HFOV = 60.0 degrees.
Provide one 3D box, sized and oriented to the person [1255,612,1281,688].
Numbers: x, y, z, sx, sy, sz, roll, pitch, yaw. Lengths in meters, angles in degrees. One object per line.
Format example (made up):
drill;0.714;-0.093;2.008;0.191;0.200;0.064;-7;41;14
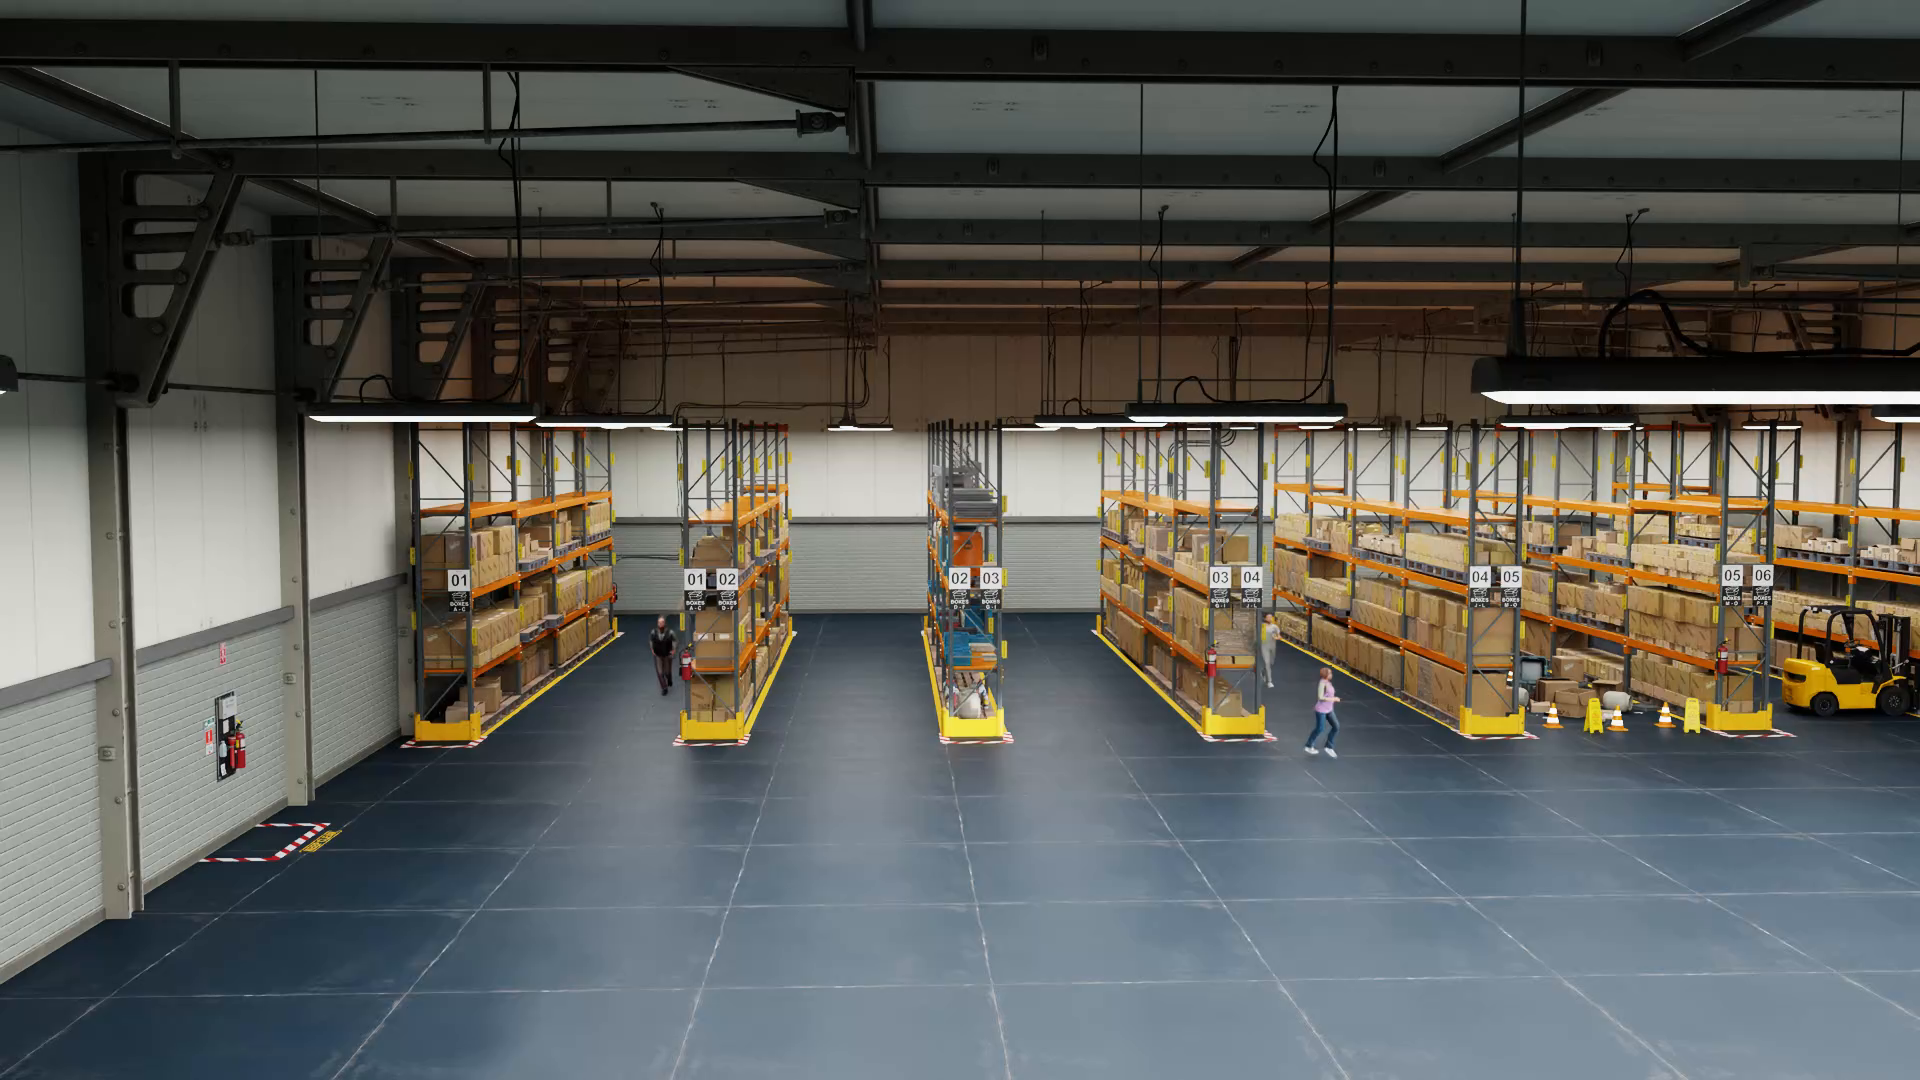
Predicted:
person;6.955;2.454;37.575;0.577;1.650;0.967;0;4;-7

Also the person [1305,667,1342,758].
person;6.418;3.047;29.340;0.702;1.629;0.524;3;5;38

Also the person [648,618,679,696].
person;-6.529;2.552;36.573;0.680;1.685;0.610;0;4;0
